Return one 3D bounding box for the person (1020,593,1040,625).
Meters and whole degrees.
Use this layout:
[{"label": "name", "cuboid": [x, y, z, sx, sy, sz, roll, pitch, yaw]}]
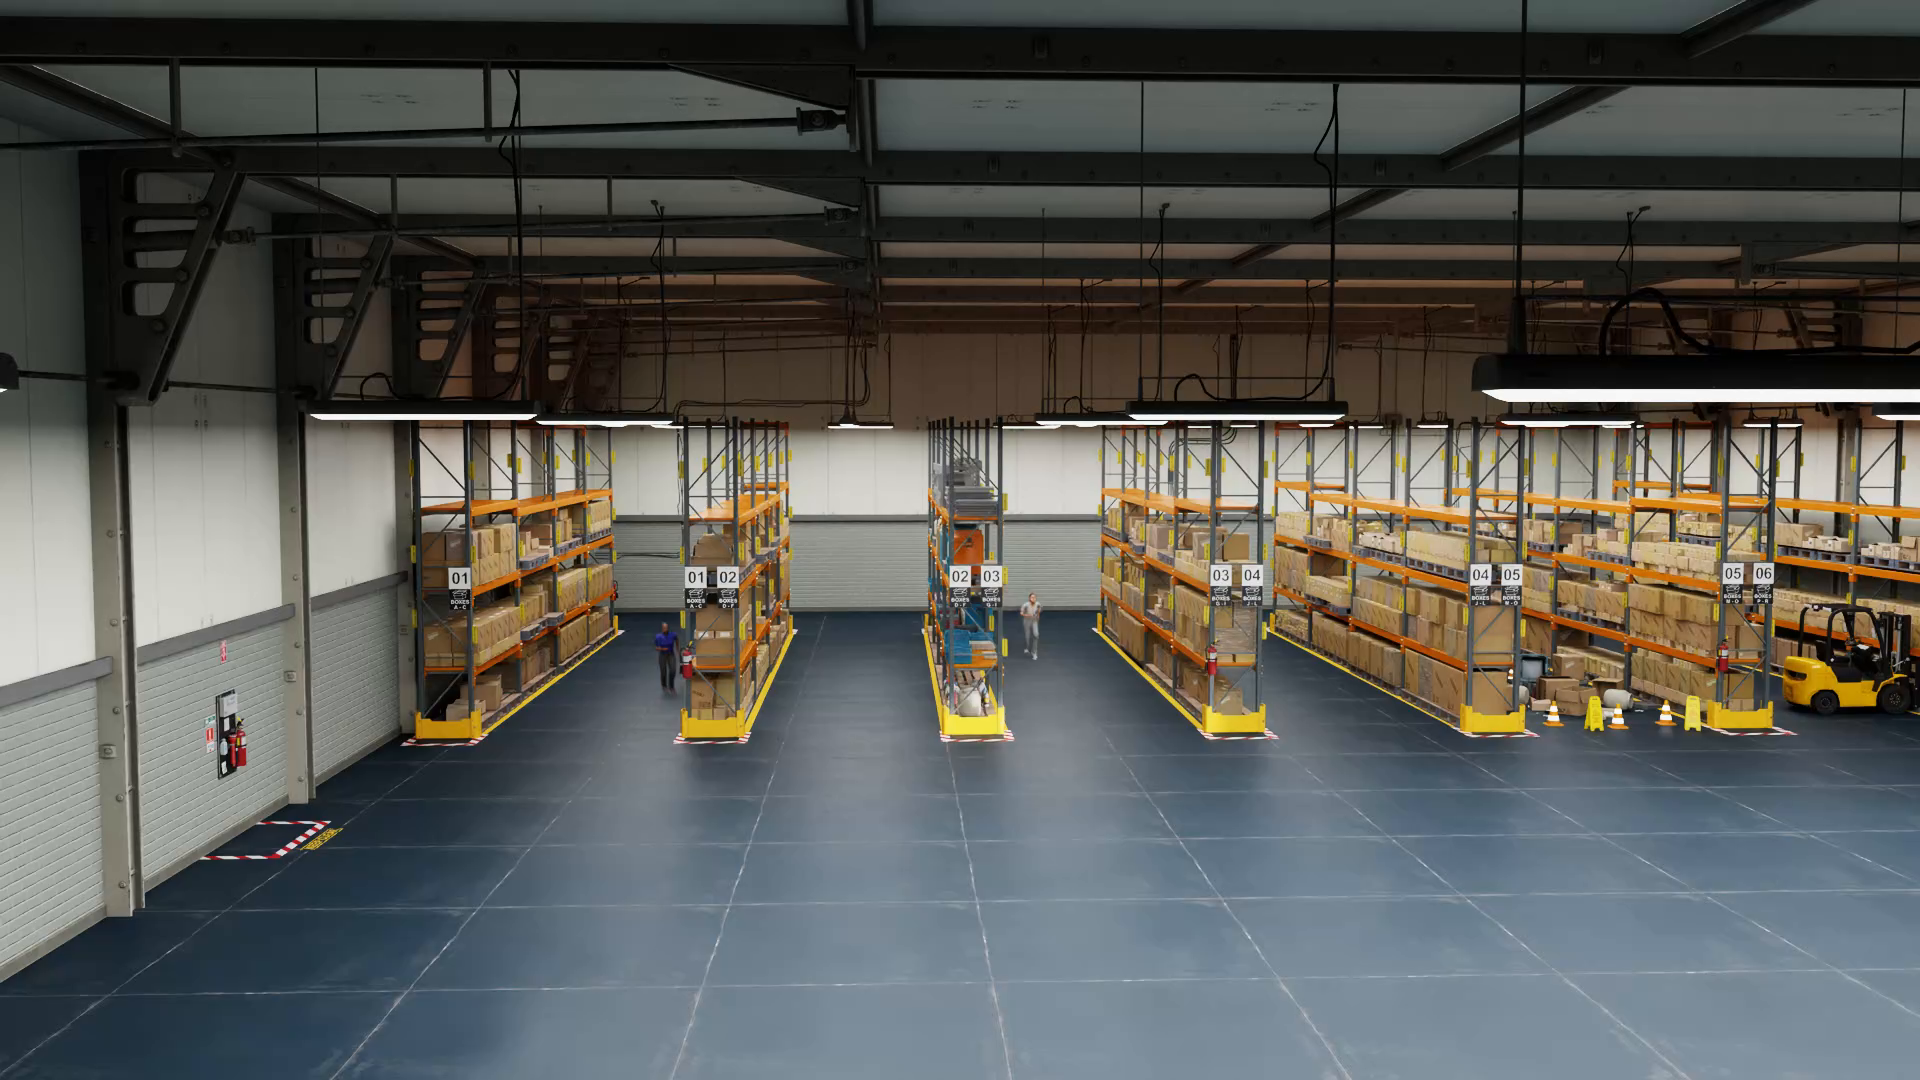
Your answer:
[{"label": "person", "cuboid": [1.800, 1.747, 41.944, 0.579, 0.825, 0.531, -1, 4, -11]}]
